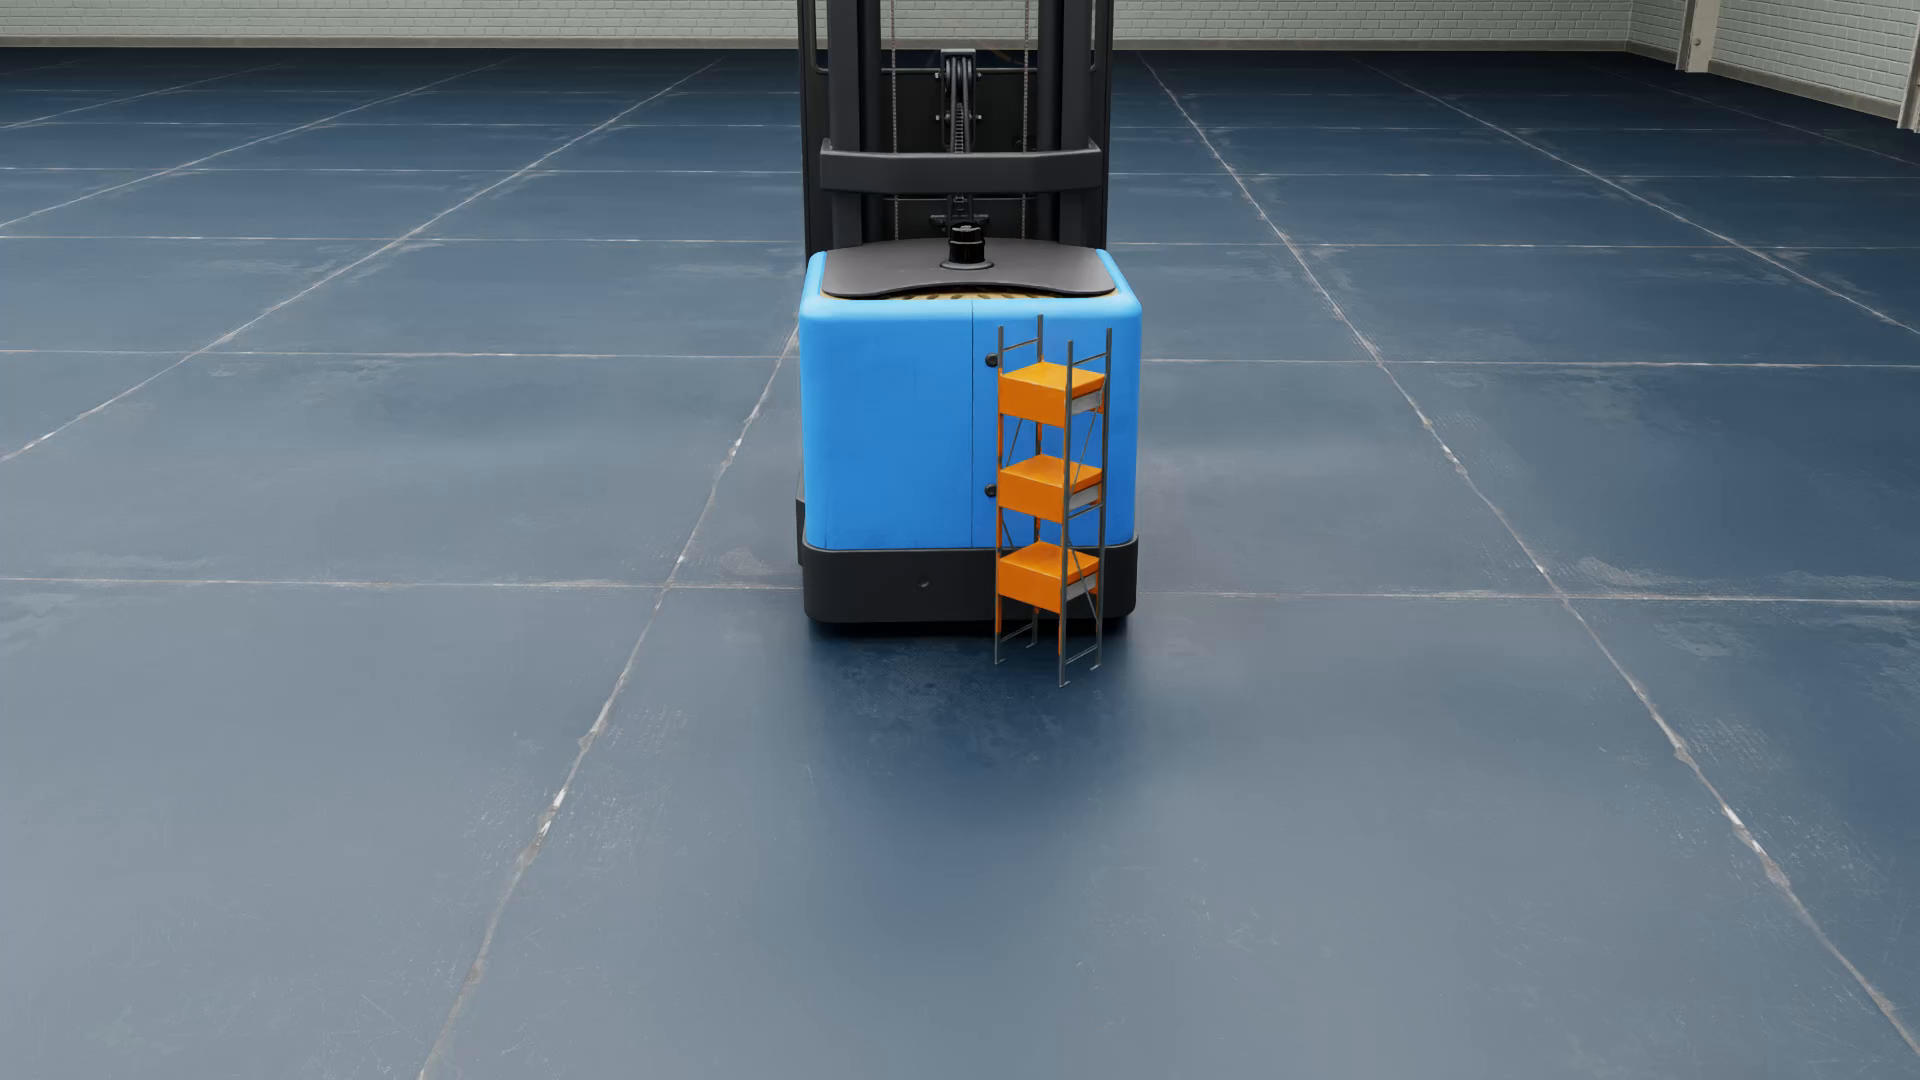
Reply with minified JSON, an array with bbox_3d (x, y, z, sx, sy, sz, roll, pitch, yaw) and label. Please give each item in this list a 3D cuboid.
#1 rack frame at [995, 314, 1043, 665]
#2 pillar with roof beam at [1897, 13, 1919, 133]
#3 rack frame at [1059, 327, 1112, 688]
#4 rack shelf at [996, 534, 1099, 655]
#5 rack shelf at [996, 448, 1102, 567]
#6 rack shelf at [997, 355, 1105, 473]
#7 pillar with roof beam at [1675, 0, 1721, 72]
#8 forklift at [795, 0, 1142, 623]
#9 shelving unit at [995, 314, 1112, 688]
[{"bbox_3d":[0.173,-0.137,4.931,0.008,1.050,0.200,17,27,37],"label":"rack frame"},{"bbox_3d":[5.251,-8.311,15.009,9.100,9.000,0.400,1,21,2],"label":"pillar with roof beam"},{"bbox_3d":[0.360,-0.080,4.784,0.008,1.050,0.200,17,27,37],"label":"rack frame"},{"bbox_3d":[0.267,0.160,4.962,0.240,0.259,0.215,17,27,37],"label":"rack shelf"},{"bbox_3d":[0.267,-0.099,4.862,0.240,0.259,0.215,17,27,37],"label":"rack shelf"},{"bbox_3d":[0.267,-0.363,4.759,0.240,0.259,0.215,17,27,37],"label":"rack shelf"},{"bbox_3d":[5.433,-10.481,20.600,9.100,9.000,0.400,1,21,2],"label":"pillar with roof beam"},{"bbox_3d":[-0.027,-1.594,6.086,1.130,2.935,3.031,-1,21,-2],"label":"forklift"},{"bbox_3d":[0.267,-0.109,4.858,0.252,1.050,0.215,17,27,37],"label":"shelving unit"}]
